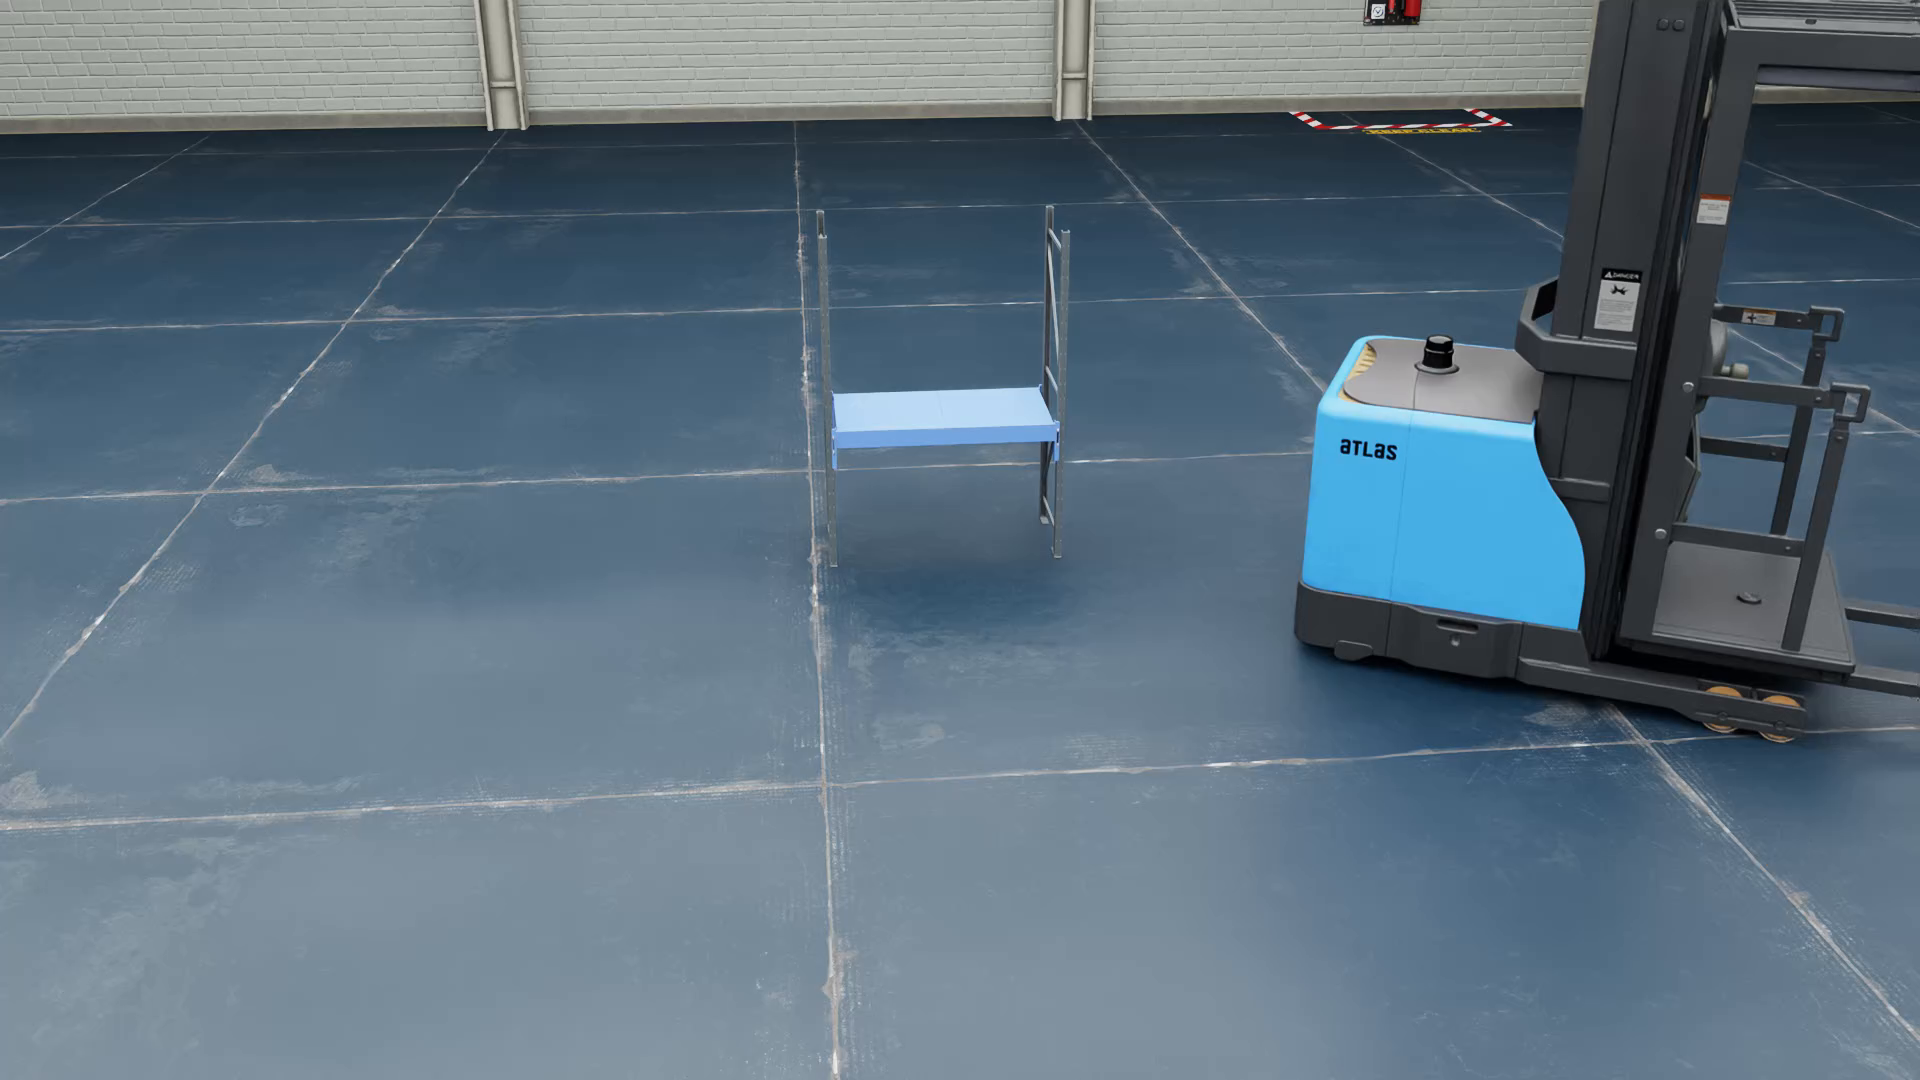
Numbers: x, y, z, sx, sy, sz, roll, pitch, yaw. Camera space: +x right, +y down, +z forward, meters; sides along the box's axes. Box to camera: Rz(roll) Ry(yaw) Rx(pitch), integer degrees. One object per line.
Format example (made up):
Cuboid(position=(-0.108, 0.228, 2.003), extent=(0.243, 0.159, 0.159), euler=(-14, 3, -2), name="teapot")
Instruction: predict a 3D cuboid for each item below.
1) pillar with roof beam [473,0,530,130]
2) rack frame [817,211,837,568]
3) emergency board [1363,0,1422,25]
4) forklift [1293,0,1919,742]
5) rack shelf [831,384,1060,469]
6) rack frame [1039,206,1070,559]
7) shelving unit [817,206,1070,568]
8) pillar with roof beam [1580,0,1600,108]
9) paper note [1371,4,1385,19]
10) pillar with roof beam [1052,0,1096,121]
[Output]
Cuboid(position=(-4.333, -6.723, 11.797), extent=(0.400, 9.000, 9.100), euler=(-2, 24, -5), name="pillar with roof beam")
Cuboid(position=(-0.591, -0.662, 7.392), extent=(0.032, 1.500, 0.500), euler=(-2, 24, -5), name="rack frame")
Cuboid(position=(4.723, -6.118, 17.821), extent=(0.643, 1.169, 0.194), euler=(-2, 24, -5), name="emergency board")
Cuboid(position=(2.919, -0.844, 6.040), extent=(3.031, 2.935, 1.130), euler=(9, 26, 19), name="forklift")
Cuboid(position=(-0.085, -0.518, 7.511), extent=(1.000, 0.185, 0.538), euler=(-2, 24, -5), name="rack shelf")
Cuboid(position=(0.421, -0.702, 7.483), extent=(0.032, 1.500, 0.500), euler=(-2, 24, -5), name="rack frame")
Cuboid(position=(-0.085, -0.682, 7.438), extent=(1.048, 1.500, 0.538), euler=(-2, 24, -5), name="shelving unit")
Cuboid(position=(7.609, -7.203, 12.875), extent=(0.400, 9.000, 9.100), euler=(-2, 24, -5), name="pillar with roof beam")
Cuboid(position=(4.540, -5.736, 18.047), extent=(0.142, 0.148, 0.016), euler=(-2, 24, -5), name="paper note")
Cuboid(position=(1.638, -6.963, 12.336), extent=(0.400, 9.000, 9.100), euler=(-2, 24, -5), name="pillar with roof beam")
